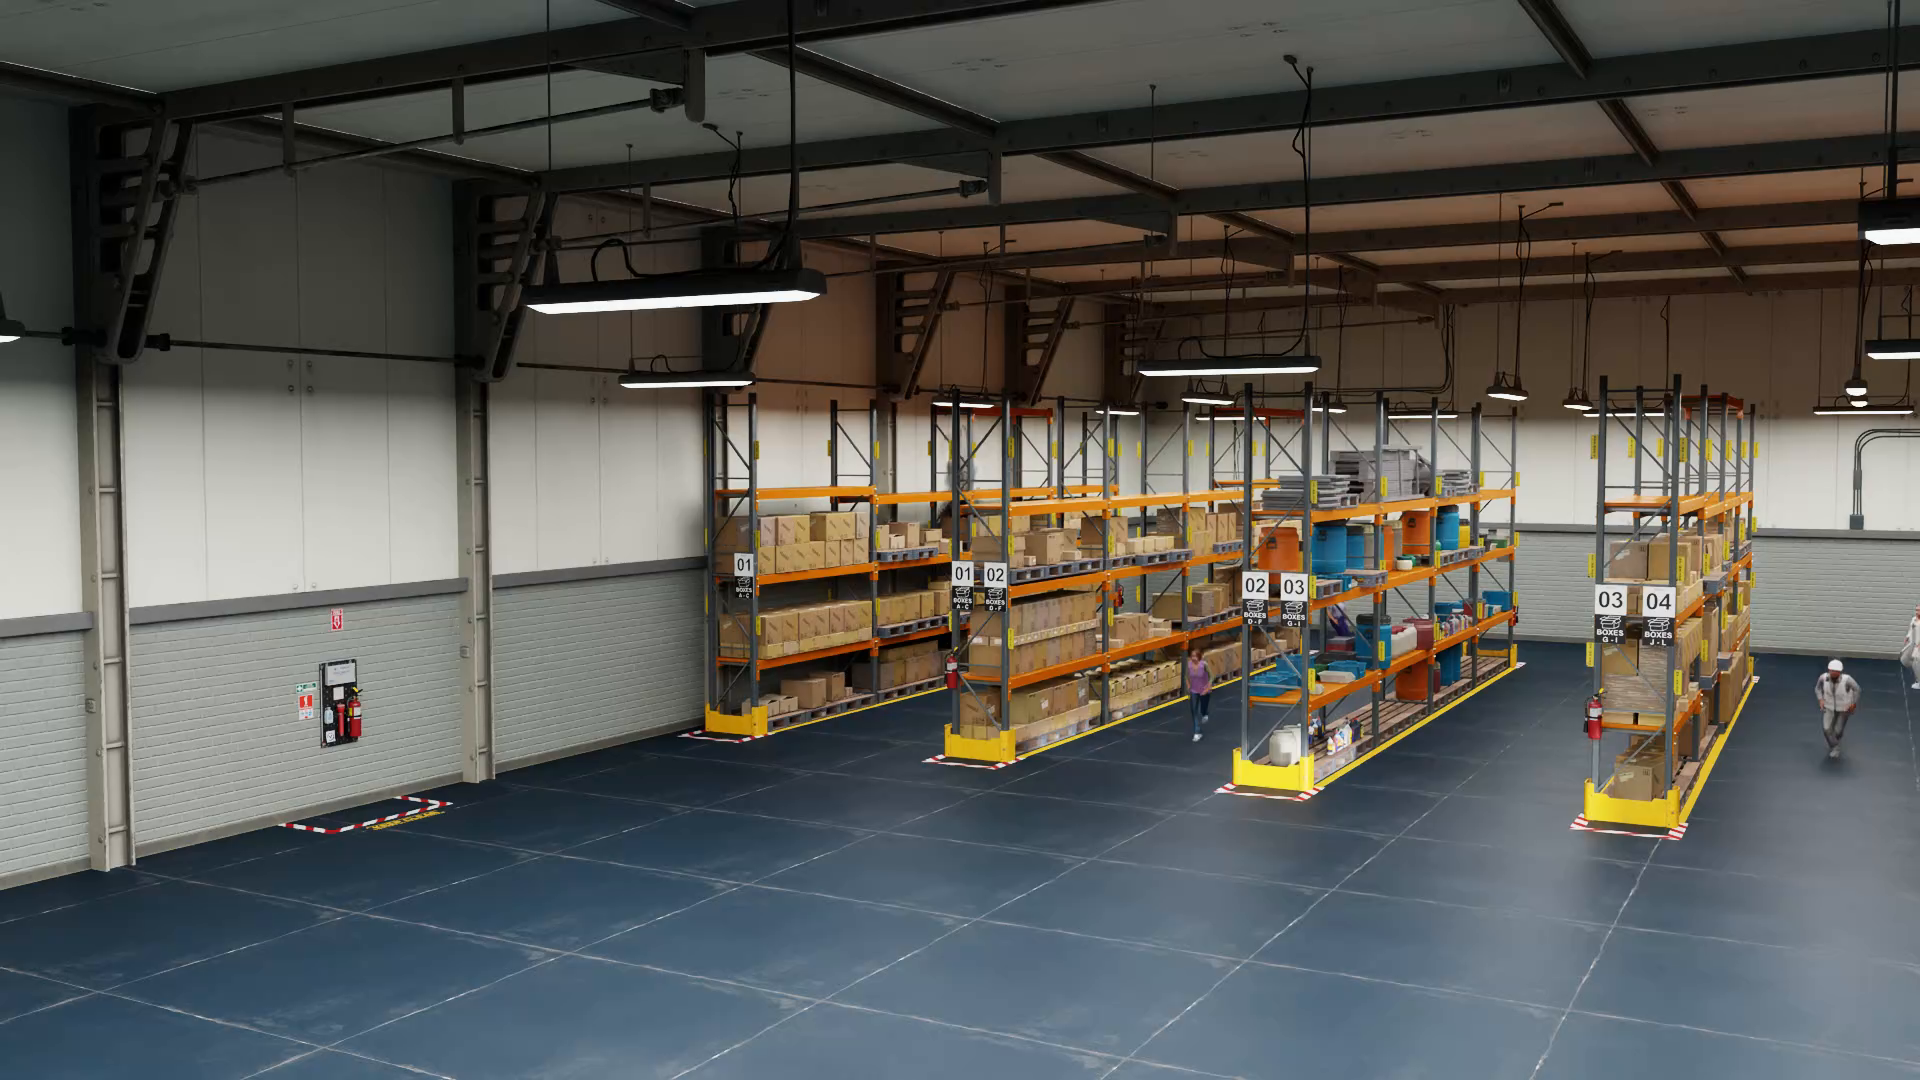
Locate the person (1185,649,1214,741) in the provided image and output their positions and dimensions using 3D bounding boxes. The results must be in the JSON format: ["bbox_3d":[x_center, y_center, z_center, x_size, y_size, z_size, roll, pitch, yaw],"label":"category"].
[{"bbox_3d":[4.170,2.673,28.991,0.520,1.585,0.885,1,3,21],"label":"person"}]

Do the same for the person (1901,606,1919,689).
[{"bbox_3d":[20.150,2.292,35.006,0.544,1.655,0.741,0,3,-9],"label":"person"}]

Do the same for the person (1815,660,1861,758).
[{"bbox_3d":[14.351,2.695,27.179,0.676,1.538,0.954,2,4,35],"label":"person"}]

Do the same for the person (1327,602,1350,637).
[{"bbox_3d":[9.356,2.007,41.066,0.641,1.589,0.508,-2,4,-30],"label":"person"}]
